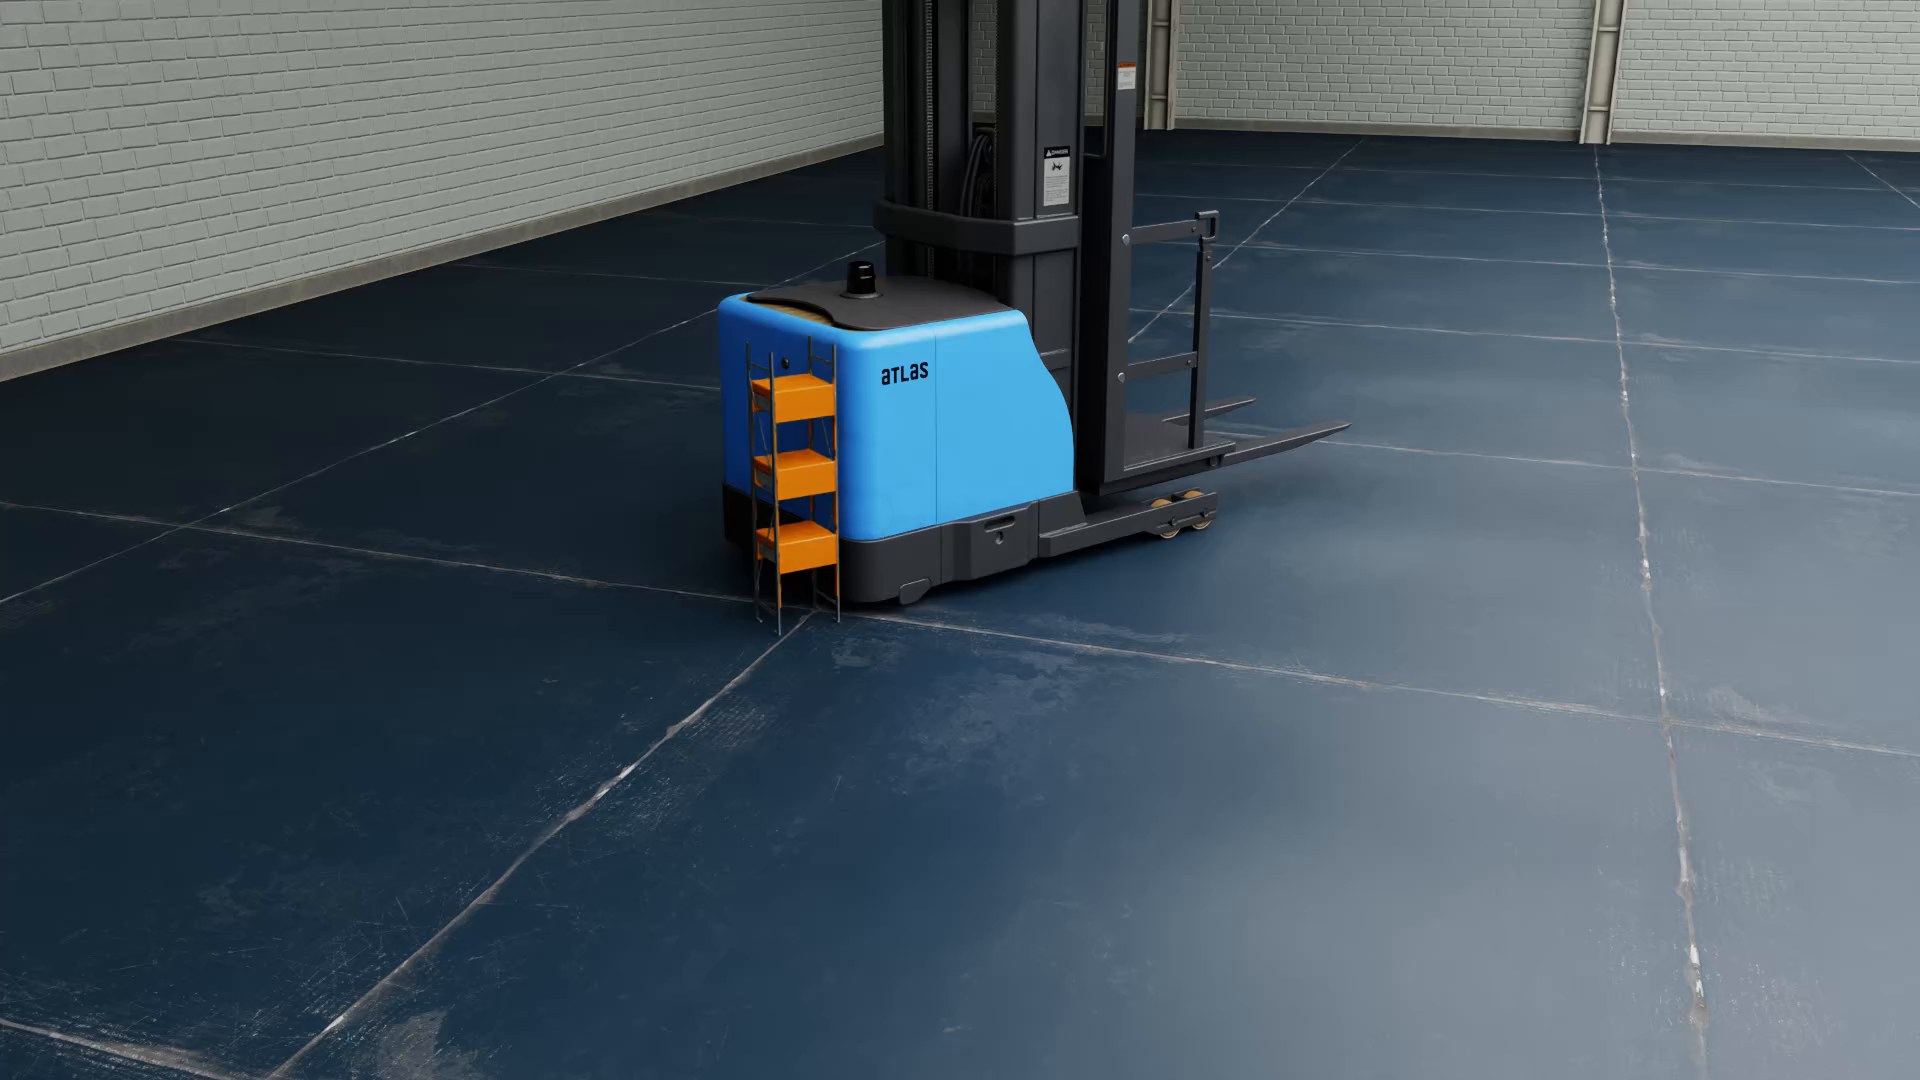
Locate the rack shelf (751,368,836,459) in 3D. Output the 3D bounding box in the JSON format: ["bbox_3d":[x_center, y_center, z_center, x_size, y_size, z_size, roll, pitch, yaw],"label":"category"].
[{"bbox_3d":[-0.599,-0.454,5.949,0.240,0.259,0.215,-11,22,-30],"label":"rack shelf"}]

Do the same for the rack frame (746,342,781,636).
[{"bbox_3d":[-0.705,-0.175,5.975,0.008,1.050,0.200,-11,22,-30],"label":"rack frame"}]

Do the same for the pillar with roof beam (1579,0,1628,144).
[{"bbox_3d":[7.170,-8.285,17.174,0.400,9.000,9.100,7,20,18],"label":"pillar with roof beam"}]

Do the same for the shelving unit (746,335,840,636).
[{"bbox_3d":[-0.602,-0.195,6.037,0.252,1.050,0.215,-11,22,-30],"label":"shelving unit"}]

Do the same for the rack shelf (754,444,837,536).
[{"bbox_3d":[-0.602,-0.185,6.041,0.240,0.259,0.215,-11,22,-30],"label":"rack shelf"}]

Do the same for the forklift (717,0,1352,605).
[{"bbox_3d":[0.495,-1.512,6.961,3.031,2.935,1.130,-15,24,-36],"label":"forklift"}]

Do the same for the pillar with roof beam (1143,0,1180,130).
[{"bbox_3d":[1.502,-8.934,19.034,0.400,9.000,9.100,7,20,18],"label":"pillar with roof beam"}]

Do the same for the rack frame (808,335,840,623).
[{"bbox_3d":[-0.499,-0.215,6.099,0.008,1.050,0.200,-11,22,-30],"label":"rack frame"}]

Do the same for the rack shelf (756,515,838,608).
[{"bbox_3d":[-0.605,0.078,6.131,0.240,0.259,0.215,-11,22,-30],"label":"rack shelf"}]
